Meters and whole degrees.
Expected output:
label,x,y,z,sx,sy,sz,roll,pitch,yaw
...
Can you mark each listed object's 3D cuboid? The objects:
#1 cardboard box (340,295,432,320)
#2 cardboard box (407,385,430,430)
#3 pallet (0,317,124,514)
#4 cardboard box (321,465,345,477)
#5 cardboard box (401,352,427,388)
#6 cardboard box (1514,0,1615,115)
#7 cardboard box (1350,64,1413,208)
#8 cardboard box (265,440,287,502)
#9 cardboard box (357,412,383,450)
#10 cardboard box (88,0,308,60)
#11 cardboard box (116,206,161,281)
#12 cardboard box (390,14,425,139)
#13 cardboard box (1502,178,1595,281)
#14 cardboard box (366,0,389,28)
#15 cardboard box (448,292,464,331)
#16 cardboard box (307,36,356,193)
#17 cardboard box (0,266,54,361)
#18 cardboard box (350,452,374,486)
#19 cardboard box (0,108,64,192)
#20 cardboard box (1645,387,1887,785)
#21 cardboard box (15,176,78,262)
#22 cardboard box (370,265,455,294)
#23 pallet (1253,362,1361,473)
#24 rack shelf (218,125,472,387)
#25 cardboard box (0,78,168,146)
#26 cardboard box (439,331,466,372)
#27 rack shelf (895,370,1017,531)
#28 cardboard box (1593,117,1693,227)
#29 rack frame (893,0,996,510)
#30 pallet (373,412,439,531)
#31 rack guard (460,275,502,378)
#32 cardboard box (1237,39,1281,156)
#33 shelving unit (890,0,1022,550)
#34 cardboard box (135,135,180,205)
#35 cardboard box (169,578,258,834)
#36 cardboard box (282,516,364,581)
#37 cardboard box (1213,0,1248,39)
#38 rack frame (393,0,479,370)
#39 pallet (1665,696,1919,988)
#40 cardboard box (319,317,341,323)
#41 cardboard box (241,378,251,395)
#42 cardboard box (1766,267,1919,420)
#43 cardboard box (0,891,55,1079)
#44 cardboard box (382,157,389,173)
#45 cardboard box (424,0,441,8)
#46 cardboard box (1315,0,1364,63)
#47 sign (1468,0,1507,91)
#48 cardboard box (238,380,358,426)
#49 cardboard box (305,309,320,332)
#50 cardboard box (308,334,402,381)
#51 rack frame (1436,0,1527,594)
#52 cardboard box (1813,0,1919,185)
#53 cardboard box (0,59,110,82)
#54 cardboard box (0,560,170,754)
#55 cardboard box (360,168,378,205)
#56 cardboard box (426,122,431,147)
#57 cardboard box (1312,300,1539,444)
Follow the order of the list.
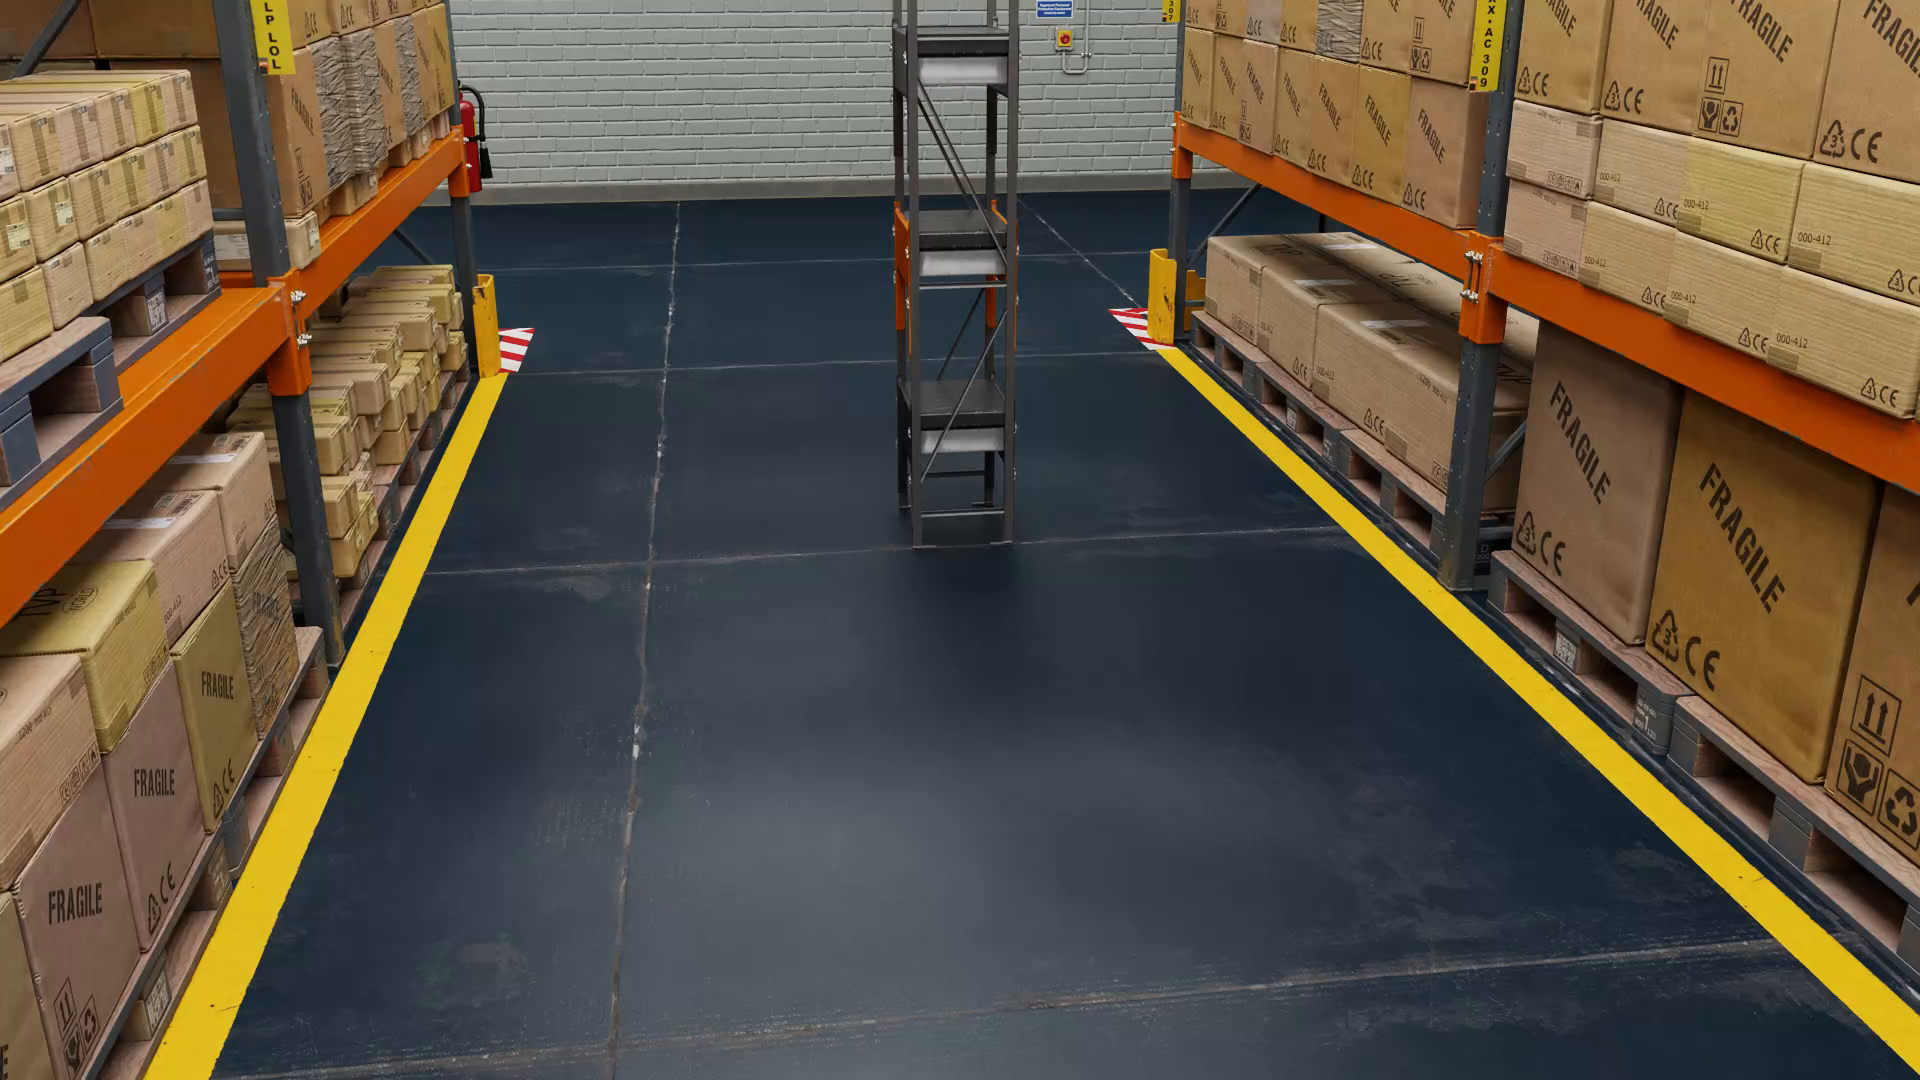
label,x,y,z,sx,sy,sz,roll,pitch,yaw
cardboard box,-2.710,-1.054,7.876,0.380,0.149,0.250,-4,21,-10
cardboard box,-2.614,-0.595,7.497,0.380,0.149,0.250,-3,21,-7
pallet,-2.326,-0.175,3.171,1.003,0.211,1.213,-3,21,-8
cardboard box,-2.438,-0.191,5.991,0.380,0.149,0.250,-3,21,-7
cardboard box,-2.613,-0.735,7.446,0.380,0.149,0.250,-2,21,-5
cardboard box,2.086,-1.599,5.139,0.500,0.500,0.500,-3,21,-7
cardboard box,1.907,-1.623,6.632,0.500,0.500,0.500,-3,21,-9
cardboard box,-2.422,-0.236,5.684,0.380,0.149,0.250,-2,21,-6
cardboard box,-2.561,-0.464,6.720,0.380,0.149,0.250,-2,21,-5
cardboard box,-2.401,-1.789,5.222,0.500,0.500,0.500,-2,21,-6
cardboard box,-2.252,-0.741,4.173,0.380,0.149,0.250,-3,21,-8
cardboard box,-2.683,-2.041,7.326,0.500,0.500,0.500,-3,21,-8
cardboard box,2.109,-1.015,5.361,0.500,0.250,0.500,-3,21,-9
cardboard box,-2.605,-2.322,6.648,0.500,0.500,0.500,-4,21,-10
cardboard box,-2.795,-1.183,8.646,0.380,0.149,0.250,-3,21,-9
cardboard box,-2.478,-1.507,5.897,0.500,0.500,0.500,-3,21,-8
cardboard box,-2.133,-0.467,3.438,0.380,0.149,0.250,-2,21,-5
cardboard box,-2.523,-0.231,6.521,0.380,0.149,0.250,-3,21,-9
cardboard box,-2.181,-0.836,3.576,0.380,0.149,0.250,-4,21,-10
cardboard box,2.613,0.071,4.676,0.875,0.875,0.875,-2,21,-6
cardboard box,-2.172,-0.695,3.623,0.380,0.149,0.250,-4,21,-11
cardboard box,-2.827,-1.320,8.588,0.380,0.149,0.250,-3,21,-7
pallet,2.095,-0.635,8.115,1.003,0.211,1.213,-3,21,-8
rack shelf,-2.865,-1.322,6.996,1.077,0.370,4.000,-3,21,-8
cardboard box,-2.286,-1.102,4.287,0.380,0.149,0.250,-4,21,-9
cardboard box,-2.734,-0.957,8.465,0.380,0.149,0.250,-2,21,-6
rack shelf,-0.024,-0.372,6.752,0.431,0.518,0.480,-3,21,-8
cardboard box,2.194,-1.069,4.791,0.500,0.250,0.500,-3,21,-7
rack frame,-0.059,-1.125,6.728,0.400,2.100,0.015,-3,21,-8
pallet,-2.888,-0.314,7.255,1.003,0.211,1.213,-3,21,-8
rack guard,-3.143,-1.154,9.091,1.175,0.500,0.348,-3,21,-8
cardboard box,1.671,-2.151,8.046,0.500,0.500,0.500,-3,21,-8
shelving unit,-0.024,-1.041,6.502,0.431,2.100,0.503,-3,21,-8
cardboard box,-2.285,-0.966,4.348,0.380,0.149,0.250,-3,21,-7
cardboard box,-2.148,0.429,4.252,0.500,0.500,0.500,-3,21,-9
cardboard box,-2.312,0.030,5.822,0.380,0.149,0.250,-4,21,-10
cardboard box,1.599,-2.792,8.332,0.500,0.500,0.500,-3,21,-9
rack frame,-3.154,-2.351,8.724,1.000,3.000,0.127,-3,21,-8
pallet,2.672,0.742,4.427,1.003,0.211,1.213,-3,21,-8
cardboard box,-3.226,-0.979,8.100,0.380,0.149,0.250,-3,21,-7
cardboard box,-3.147,-0.664,6.831,0.380,0.149,0.250,-4,21,-10
cardboard box,2.306,-0.484,3.939,0.500,0.250,0.500,-3,21,-9
cardboard box,-1.926,0.961,2.827,0.500,0.500,0.500,-3,21,-7
cardboard box,-2.728,-1.684,7.298,0.380,0.149,0.250,-4,21,-10
cardboard box,-2.842,-2.860,8.089,0.500,0.500,0.500,-3,21,-9
cardboard box,1.818,-2.267,6.928,0.500,0.500,0.500,-3,21,-7
sign,1.758,-1.665,5.536,0.100,0.325,0.005,-3,21,-8
cardboard box,-2.548,-0.508,6.414,0.380,0.149,0.250,-3,21,-9
cardboard box,-3.228,-1.028,7.804,0.380,0.149,0.250,-4,21,-10
cardboard box,-2.622,-0.778,7.136,0.380,0.149,0.250,-3,21,-7
rack frame,2.307,-1.251,5.778,1.000,3.000,0.127,-3,21,-8
cardboard box,2.337,-1.072,3.727,0.500,0.500,0.500,-3,21,-9
cardboard box,-2.926,-1.306,5.356,0.500,0.500,0.500,-3,21,-8
cardboard box,-2.068,0.263,3.626,0.500,0.250,0.500,-4,21,-10
cardboard box,-2.532,-1.417,6.581,0.380,0.149,0.250,-2,21,-5
cardboard box,-2.777,-1.961,8.038,0.380,0.149,0.250,-3,21,-8
cardboard box,2.193,-0.780,7.579,0.875,0.438,0.875,-4,21,-9
